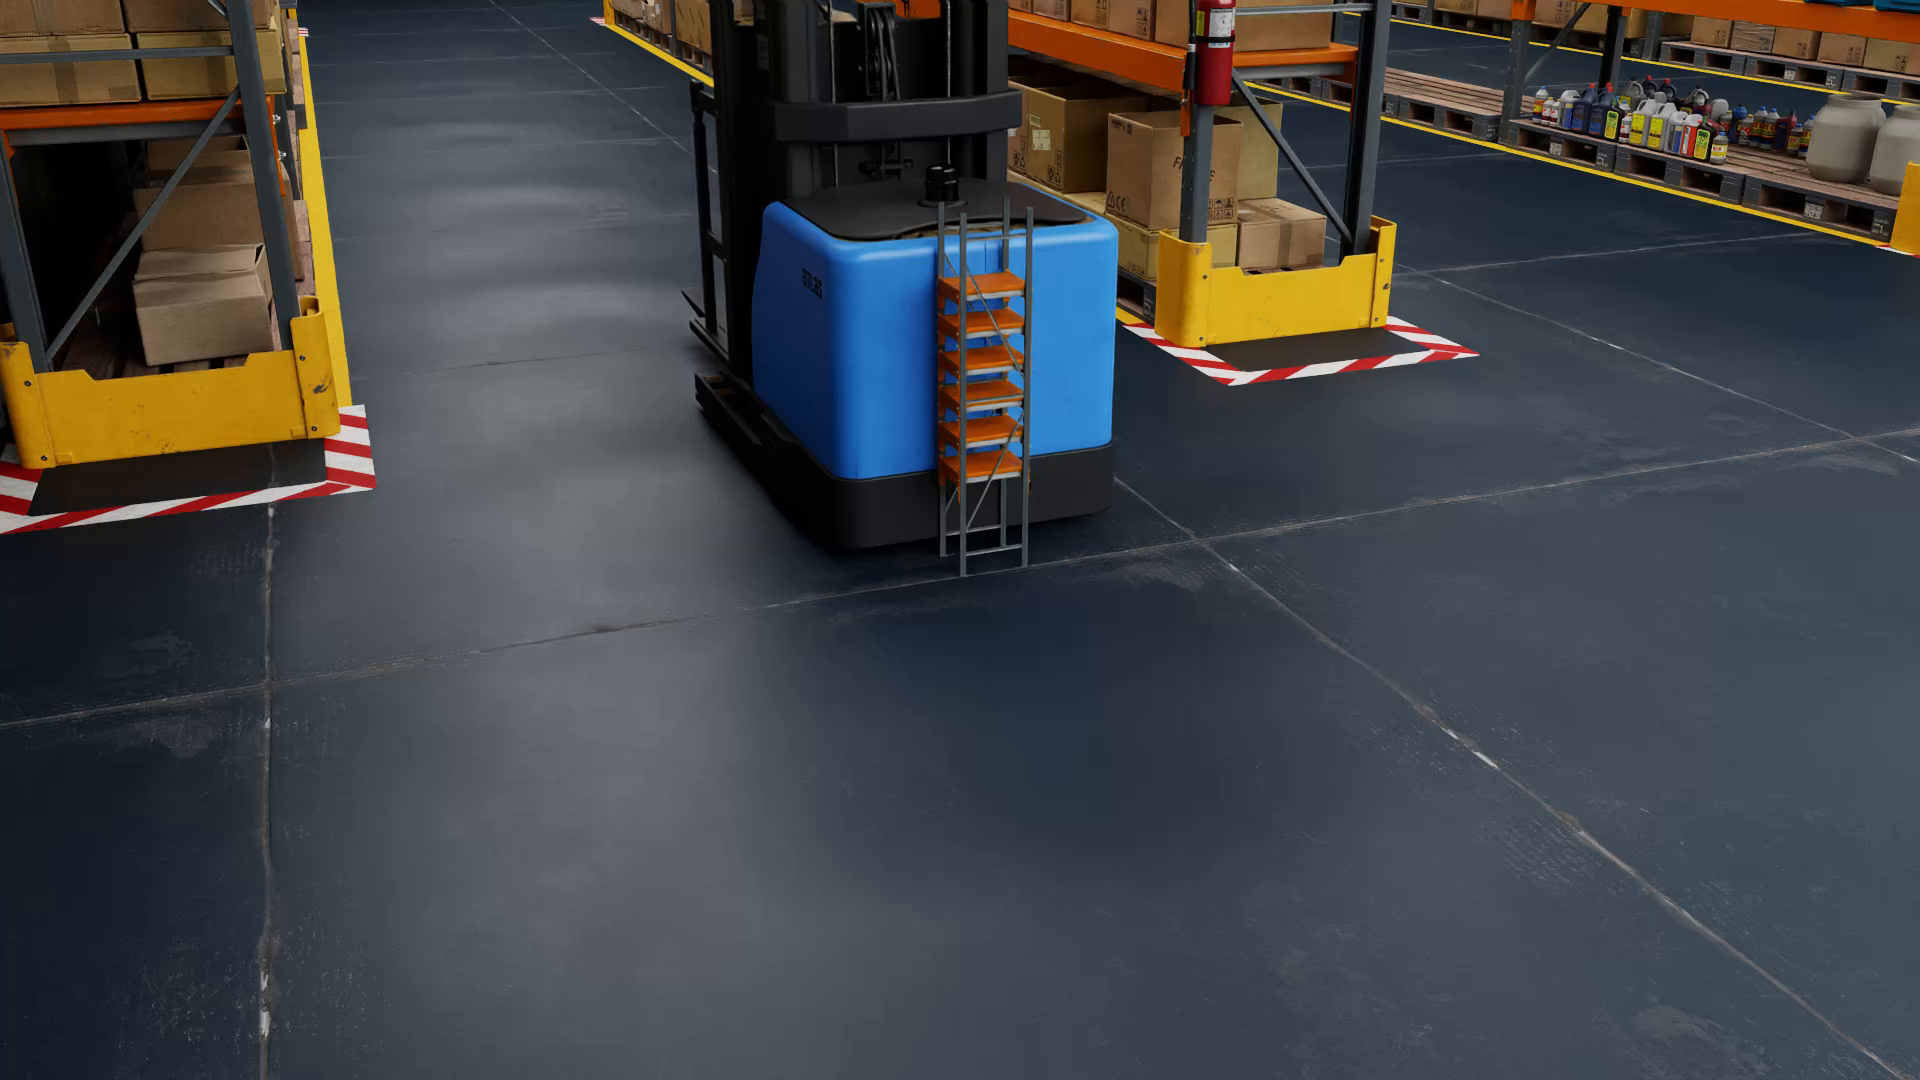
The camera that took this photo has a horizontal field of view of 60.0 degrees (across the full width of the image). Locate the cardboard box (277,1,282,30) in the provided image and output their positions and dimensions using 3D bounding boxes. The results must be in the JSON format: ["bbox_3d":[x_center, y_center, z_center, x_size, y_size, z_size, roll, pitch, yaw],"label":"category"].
[{"bbox_3d":[-3.699,-2.662,8.371,0.500,0.250,0.500,-8,24,-19],"label":"cardboard box"}]

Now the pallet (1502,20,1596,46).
[{"bbox_3d":[7.344,-6.162,20.098,1.003,0.211,1.213,-8,24,-19],"label":"pallet"}]

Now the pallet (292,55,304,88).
[{"bbox_3d":[-6.993,-4.567,16.314,1.003,0.211,1.213,-8,24,-19],"label":"pallet"}]

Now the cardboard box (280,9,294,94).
[{"bbox_3d":[-6.060,-4.157,13.978,0.750,0.750,0.750,-9,24,-20],"label":"cardboard box"}]

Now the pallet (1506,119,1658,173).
[{"bbox_3d":[4.957,-3.040,12.691,1.003,0.211,1.213,-8,24,-19],"label":"pallet"}]

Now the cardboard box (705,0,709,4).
[{"bbox_3d":[-2.229,-5.445,16.493,0.500,0.250,0.500,-9,24,-20],"label":"cardboard box"}]

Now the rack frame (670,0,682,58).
[{"bbox_3d":[-2.703,-6.803,18.029,1.000,3.000,0.127,-8,24,-19],"label":"rack frame"}]

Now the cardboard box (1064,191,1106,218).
[{"bbox_3d":[0.882,-1.704,8.930,0.500,0.250,0.500,-8,24,-19],"label":"cardboard box"}]

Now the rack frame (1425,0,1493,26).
[{"bbox_3d":[6.566,-8.161,21.251,1.000,3.000,0.127,-8,24,-19],"label":"rack frame"}]

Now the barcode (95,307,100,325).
[{"bbox_3d":[-3.638,-0.945,7.014,0.001,0.075,0.075,-8,24,-19],"label":"barcode"}]

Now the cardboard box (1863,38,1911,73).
[{"bbox_3d":[9.044,-4.707,15.708,0.700,0.500,0.500,-8,24,-19],"label":"cardboard box"}]

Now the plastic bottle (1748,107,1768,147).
[{"bbox_3d":[5.666,-2.929,11.784,0.097,0.271,0.097,0,23,0],"label":"plastic bottle"}]

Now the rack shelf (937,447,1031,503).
[{"bbox_3d":[0.077,-0.215,5.448,0.258,0.103,0.180,-9,24,-20],"label":"rack shelf"}]

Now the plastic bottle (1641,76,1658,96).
[{"bbox_3d":[5.255,-3.362,12.709,0.144,0.351,0.185,-9,24,-20],"label":"plastic bottle"}]

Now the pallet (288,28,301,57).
[{"bbox_3d":[-7.966,-5.568,18.689,1.003,0.211,1.213,-8,24,-19],"label":"pallet"}]

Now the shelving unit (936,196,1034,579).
[{"bbox_3d":[0.077,-0.477,5.337,0.258,1.200,0.189,-9,24,-20],"label":"shelving unit"}]

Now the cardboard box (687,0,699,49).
[{"bbox_3d":[-2.561,-5.453,17.477,0.500,0.500,0.500,-8,24,-18],"label":"cardboard box"}]

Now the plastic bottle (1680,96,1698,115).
[{"bbox_3d":[5.351,-3.121,12.223,0.061,0.283,0.133,-8,24,-19],"label":"plastic bottle"}]

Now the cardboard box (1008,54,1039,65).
[{"bbox_3d":[0.178,-2.776,10.509,0.500,0.500,0.500,-8,24,-19],"label":"cardboard box"}]

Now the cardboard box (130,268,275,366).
[{"bbox_3d":[-3.257,-0.989,7.131,0.500,0.311,0.500,-11,25,-25],"label":"cardboard box"}]

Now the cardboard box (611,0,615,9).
[{"bbox_3d":[-4.290,-6.946,21.473,0.380,0.149,0.250,-8,24,-19],"label":"cardboard box"}]

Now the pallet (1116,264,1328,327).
[{"bbox_3d":[1.227,-1.430,8.871,1.003,0.211,1.213,-8,24,-19],"label":"pallet"}]

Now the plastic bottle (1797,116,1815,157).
[{"bbox_3d":[5.822,-2.768,11.402,0.097,0.271,0.097,0,23,0],"label":"plastic bottle"}]

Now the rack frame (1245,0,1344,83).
[{"bbox_3d":[3.345,-6.028,16.190,1.000,3.000,0.127,-8,24,-19],"label":"rack frame"}]

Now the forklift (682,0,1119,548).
[{"bbox_3d":[-0.472,-1.865,6.401,1.130,2.935,3.031,-9,24,-20],"label":"forklift"}]

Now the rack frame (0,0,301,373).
[{"bbox_3d":[-3.097,-1.762,6.068,1.000,3.000,0.127,-8,24,-19],"label":"rack frame"}]

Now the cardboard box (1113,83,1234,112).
[{"bbox_3d":[1.188,-2.302,9.383,0.500,0.500,0.500,-8,24,-19],"label":"cardboard box"}]

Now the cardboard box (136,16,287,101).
[{"bbox_3d":[-2.972,-1.923,6.618,0.500,0.250,0.500,-9,25,-21],"label":"cardboard box"}]

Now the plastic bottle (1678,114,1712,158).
[{"bbox_3d":[5.049,-2.771,11.404,0.152,0.276,0.135,-8,24,-19],"label":"plastic bottle"}]

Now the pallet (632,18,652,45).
[{"bbox_3d":[-3.380,-6.212,20.217,1.003,0.211,1.213,-8,24,-19],"label":"pallet"}]

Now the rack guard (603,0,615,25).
[{"bbox_3d":[-4.089,-7.077,21.897,1.175,0.500,0.348,-8,24,-19],"label":"rack guard"}]

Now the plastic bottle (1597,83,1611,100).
[{"bbox_3d":[4.790,-3.226,12.387,0.144,0.351,0.185,-8,24,-19],"label":"plastic bottle"}]

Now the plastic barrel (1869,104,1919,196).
[{"bbox_3d":[5.867,-2.397,10.237,0.421,0.512,0.421,0,23,0],"label":"plastic barrel"}]

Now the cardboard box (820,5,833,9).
[{"bbox_3d":[-1.546,-4.978,16.350,0.500,0.500,0.500,-9,24,-20],"label":"cardboard box"}]

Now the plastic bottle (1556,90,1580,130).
[{"bbox_3d":[4.601,-3.233,12.498,0.152,0.276,0.135,-7,24,-17],"label":"plastic bottle"}]

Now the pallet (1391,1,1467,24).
[{"bbox_3d":[6.370,-7.163,22.473,1.003,0.211,1.213,-8,24,-19],"label":"pallet"}]

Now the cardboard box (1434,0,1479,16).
[{"bbox_3d":[6.811,-7.146,21.037,1.225,0.875,0.875,-8,24,-19],"label":"cardboard box"}]

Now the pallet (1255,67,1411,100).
[{"bbox_3d":[3.583,-4.456,16.051,1.003,0.211,1.213,-8,24,-19],"label":"pallet"}]

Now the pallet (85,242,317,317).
[{"bbox_3d":[-3.805,-1.247,8.437,1.003,0.211,1.213,-8,24,-19],"label":"pallet"}]

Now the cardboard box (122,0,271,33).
[{"bbox_3d":[-2.984,-2.262,6.457,0.500,0.500,0.500,-8,24,-19],"label":"cardboard box"}]

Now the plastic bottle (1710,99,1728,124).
[{"bbox_3d":[5.491,-3.081,12.139,0.152,0.276,0.135,-8,24,-18],"label":"plastic bottle"}]

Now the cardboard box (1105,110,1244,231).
[{"bbox_3d":[1.068,-1.869,8.356,0.500,0.500,0.500,-8,24,-19],"label":"cardboard box"}]

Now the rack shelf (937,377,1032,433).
[{"bbox_3d":[0.077,-0.436,5.355,0.258,0.103,0.180,-9,24,-20],"label":"rack shelf"}]

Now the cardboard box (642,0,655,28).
[{"bbox_3d":[-3.435,-6.208,19.511,0.500,0.311,0.500,-8,24,-19],"label":"cardboard box"}]

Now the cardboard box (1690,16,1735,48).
[{"bbox_3d":[8.234,-5.518,17.631,0.700,0.500,0.500,-10,25,-22],"label":"cardboard box"}]

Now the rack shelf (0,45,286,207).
[{"bbox_3d":[-3.803,-2.157,7.932,1.077,0.370,4.000,-8,24,-19],"label":"rack shelf"}]

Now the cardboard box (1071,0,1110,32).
[{"bbox_3d":[1.023,-3.032,8.952,0.700,0.500,0.500,-8,24,-19],"label":"cardboard box"}]

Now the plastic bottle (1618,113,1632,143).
[{"bbox_3d":[4.800,-2.963,11.954,0.097,0.201,0.097,0,23,0],"label":"plastic bottle"}]
